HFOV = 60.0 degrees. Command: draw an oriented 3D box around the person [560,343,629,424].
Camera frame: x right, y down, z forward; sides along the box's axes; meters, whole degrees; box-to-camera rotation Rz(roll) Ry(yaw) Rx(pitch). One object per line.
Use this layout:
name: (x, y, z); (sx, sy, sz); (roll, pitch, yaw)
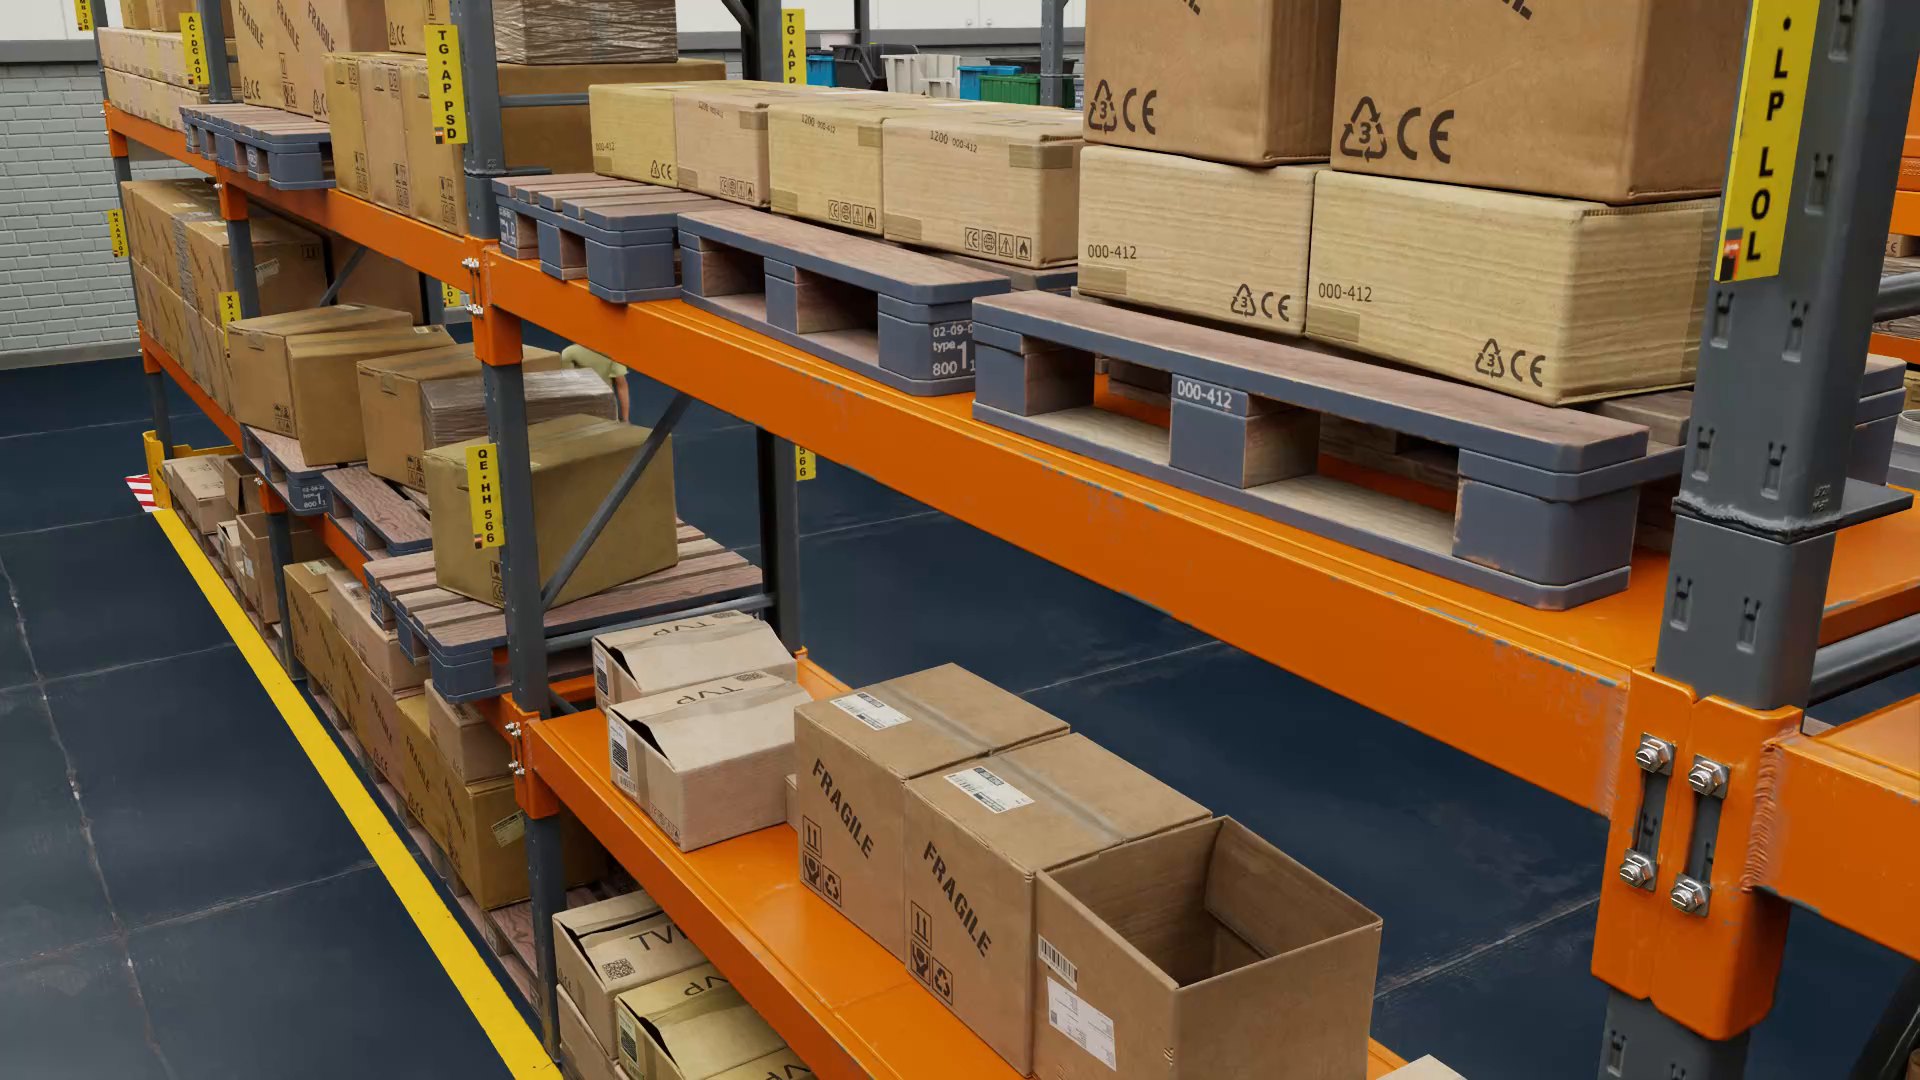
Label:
person: (-2.466, -0.797, 10.948); (0.453, 1.611, 1.005); (-13, 22, -35)
